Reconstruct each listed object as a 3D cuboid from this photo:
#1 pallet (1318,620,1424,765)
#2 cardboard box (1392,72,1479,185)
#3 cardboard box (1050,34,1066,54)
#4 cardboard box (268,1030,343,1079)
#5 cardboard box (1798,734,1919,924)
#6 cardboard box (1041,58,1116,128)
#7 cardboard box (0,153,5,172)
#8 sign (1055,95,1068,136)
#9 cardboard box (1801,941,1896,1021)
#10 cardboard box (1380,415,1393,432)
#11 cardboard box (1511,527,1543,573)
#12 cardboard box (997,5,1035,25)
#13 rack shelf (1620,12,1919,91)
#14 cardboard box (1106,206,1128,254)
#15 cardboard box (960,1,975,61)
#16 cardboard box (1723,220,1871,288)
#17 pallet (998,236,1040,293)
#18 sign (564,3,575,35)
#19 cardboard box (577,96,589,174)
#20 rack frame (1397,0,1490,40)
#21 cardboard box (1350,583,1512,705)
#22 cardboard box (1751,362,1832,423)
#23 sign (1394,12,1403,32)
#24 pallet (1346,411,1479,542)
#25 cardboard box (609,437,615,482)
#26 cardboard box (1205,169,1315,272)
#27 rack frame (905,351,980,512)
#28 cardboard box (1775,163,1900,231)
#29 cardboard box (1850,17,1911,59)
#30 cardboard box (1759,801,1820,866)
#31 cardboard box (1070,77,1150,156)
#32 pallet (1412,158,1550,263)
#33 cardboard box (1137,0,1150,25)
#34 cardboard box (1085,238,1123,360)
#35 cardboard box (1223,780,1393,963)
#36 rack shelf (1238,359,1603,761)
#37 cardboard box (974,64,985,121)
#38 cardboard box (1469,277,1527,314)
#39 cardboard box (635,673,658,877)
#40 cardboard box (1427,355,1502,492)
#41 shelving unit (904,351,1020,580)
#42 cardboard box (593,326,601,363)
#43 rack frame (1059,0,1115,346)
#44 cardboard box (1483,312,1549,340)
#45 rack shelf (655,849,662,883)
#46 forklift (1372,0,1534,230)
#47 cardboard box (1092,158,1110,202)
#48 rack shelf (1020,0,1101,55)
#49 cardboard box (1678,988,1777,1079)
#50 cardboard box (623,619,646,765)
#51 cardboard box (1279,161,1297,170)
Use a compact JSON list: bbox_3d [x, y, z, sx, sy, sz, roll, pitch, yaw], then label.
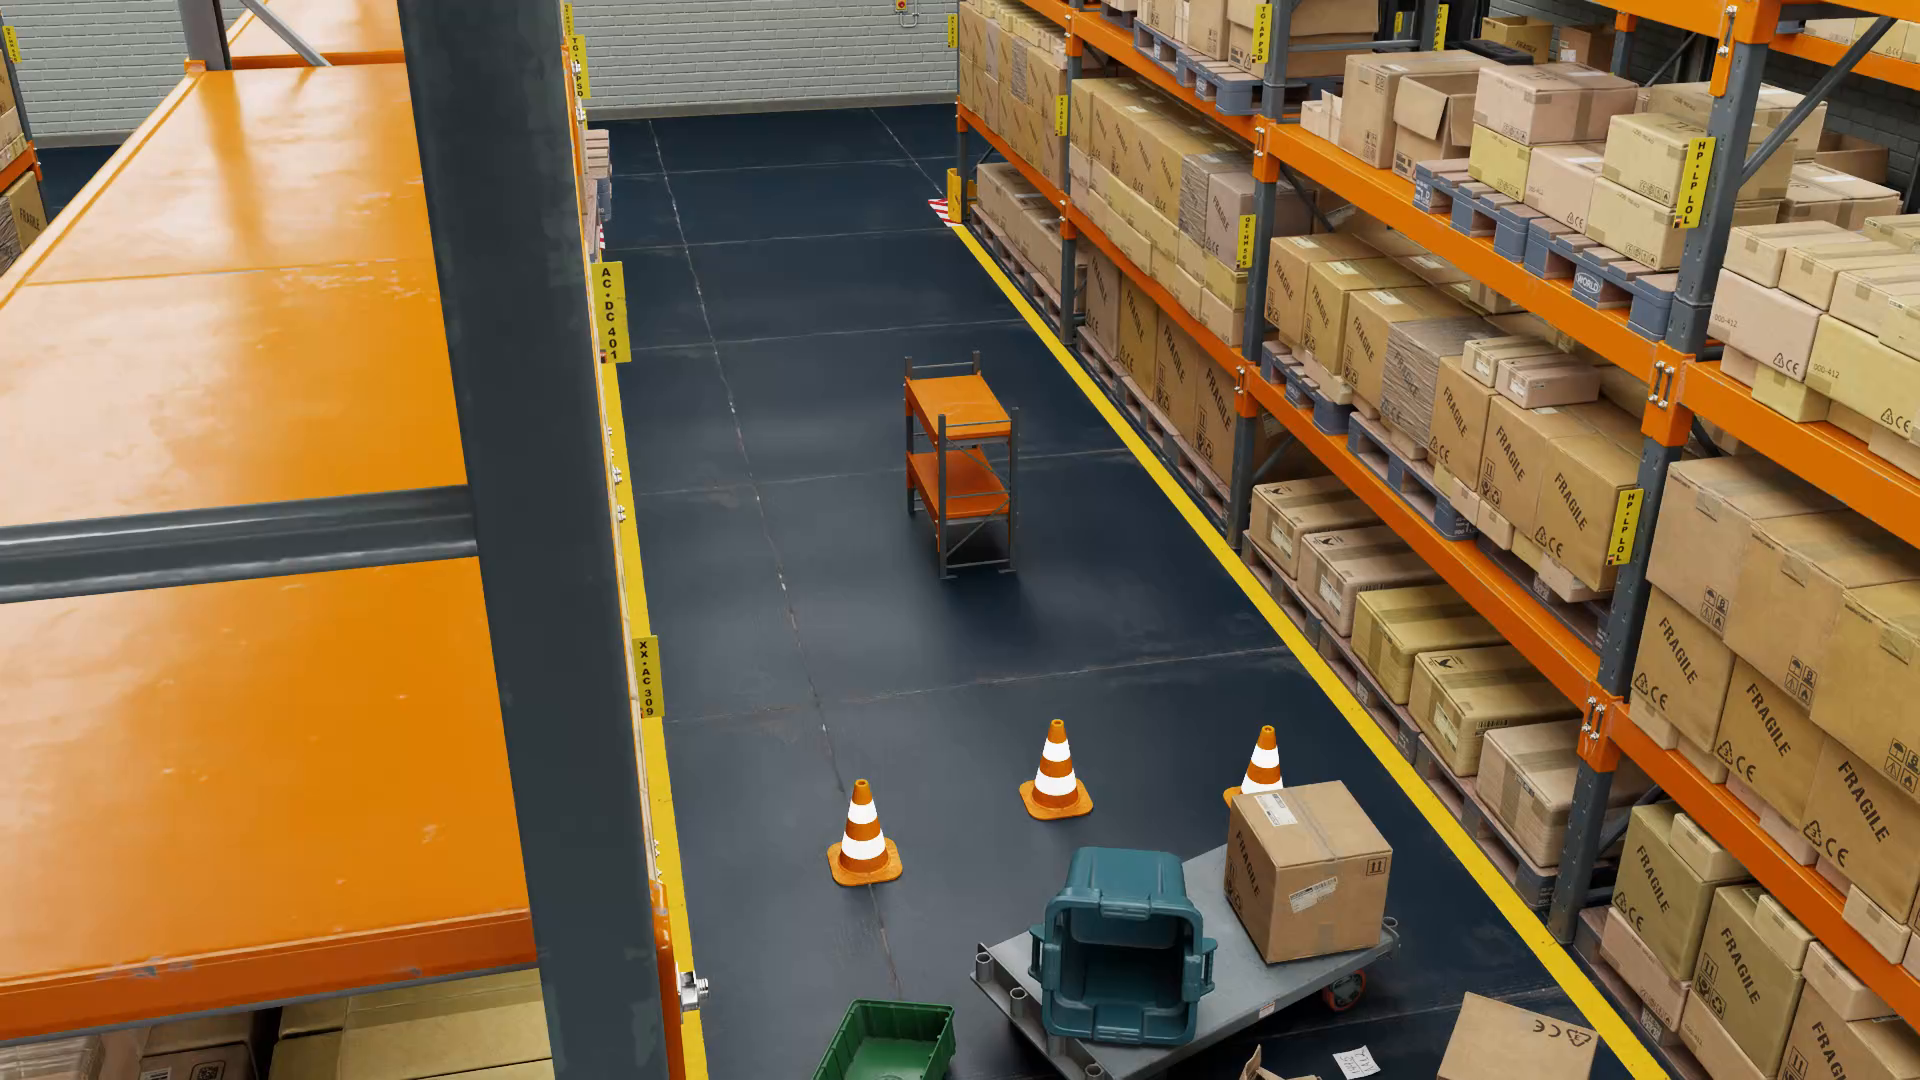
[{"bbox_3d":[2.716,0.777,9.324,1.003,0.211,1.213,-6,27,-12],"label":"pallet"},{"bbox_3d":[2.642,-2.064,8.414,0.797,0.503,0.637,-6,27,-12],"label":"cardboard box"},{"bbox_3d":[0.989,-4.223,14.193,0.380,0.149,0.250,-6,27,-12],"label":"cardboard box"},{"bbox_3d":[-0.586,0.838,2.037,0.500,0.250,0.500,-6,27,-12],"label":"cardboard box"},{"bbox_3d":[3.235,0.894,5.556,0.500,0.500,0.500,-6,27,-12],"label":"cardboard box"},{"bbox_3d":[0.993,-3.772,14.020,0.500,0.500,0.500,-6,27,-12],"label":"cardboard box"},{"bbox_3d":[-8.616,-3.282,14.549,0.380,0.149,0.250,-5,27,-11],"label":"cardboard box"},{"bbox_3d":[0.828,-3.467,13.587,0.100,0.325,0.005,-6,27,-12],"label":"sign"},{"bbox_3d":[3.192,1.516,5.796,0.380,0.149,0.250,-4,27,-9],"label":"cardboard box"},{"bbox_3d":[2.484,-0.667,8.901,0.380,0.149,0.250,-5,27,-10],"label":"cardboard box"},{"bbox_3d":[2.744,0.019,7.542,0.380,0.149,0.250,-7,28,-13],"label":"cardboard box"},{"bbox_3d":[0.555,-4.884,15.503,0.380,0.149,0.250,-6,27,-11],"label":"cardboard box"},{"bbox_3d":[6.654,-3.748,12.662,1.077,0.370,4.000,-6,27,-12],"label":"rack shelf"},{"bbox_3d":[1.429,-2.361,12.613,0.500,0.250,0.500,-6,27,-12],"label":"cardboard box"},{"bbox_3d":[0.298,-5.109,16.670,0.500,0.500,0.500,-7,28,-13],"label":"cardboard box"},{"bbox_3d":[2.924,-1.001,5.817,0.380,0.149,0.250,-6,27,-13],"label":"cardboard box"},{"bbox_3d":[0.995,-2.736,16.282,1.003,0.211,1.213,-6,27,-12],"label":"pallet"},{"bbox_3d":[-3.788,-5.017,16.071,0.100,0.325,0.005,-6,27,-12],"label":"sign"},{"bbox_3d":[-2.002,-1.902,7.729,0.500,0.311,0.500,-6,27,-12],"label":"cardboard box"},{"bbox_3d":[5.302,-5.364,18.394,1.000,3.000,0.127,-6,27,-12],"label":"rack frame"},{"bbox_3d":[2.727,0.545,9.137,0.950,0.372,0.625,-5,27,-10],"label":"cardboard box"},{"bbox_3d":[3.005,-0.534,5.776,0.380,0.149,0.250,-6,27,-12],"label":"cardboard box"},{"bbox_3d":[4.774,-5.695,18.090,0.100,0.325,0.005,-6,27,-12],"label":"sign"},{"bbox_3d":[2.756,-0.395,8.764,1.003,0.211,1.213,-6,27,-12],"label":"pallet"},{"bbox_3d":[-1.118,-0.151,4.439,0.380,0.149,0.250,-6,27,-11],"label":"cardboard box"},{"bbox_3d":[1.899,-2.037,10.583,0.500,0.500,0.500,-7,28,-13],"label":"cardboard box"},{"bbox_3d":[-0.116,-0.728,11.291,0.500,1.125,0.032,-6,27,-12],"label":"rack frame"},{"bbox_3d":[3.430,-1.347,6.807,0.500,0.250,0.500,-7,28,-13],"label":"cardboard box"},{"bbox_3d":[6.639,-3.545,11.629,0.500,0.250,0.500,-6,27,-11],"label":"cardboard box"},{"bbox_3d":[3.149,1.024,6.017,0.380,0.149,0.250,-5,27,-10],"label":"cardboard box"},{"bbox_3d":[1.188,-3.371,13.225,0.500,0.500,0.500,-6,27,-11],"label":"cardboard box"},{"bbox_3d":[2.899,-1.582,7.781,1.213,0.211,1.003,-6,27,-12],"label":"pallet"},{"bbox_3d":[1.439,-3.731,11.513,0.396,0.266,0.258,-4,27,-7],"label":"cardboard box"},{"bbox_3d":[1.586,-2.077,13.774,0.875,0.875,0.875,-5,27,-10],"label":"cardboard box"},{"bbox_3d":[1.444,1.382,6.964,0.500,0.500,0.500,-6,27,-12],"label":"cardboard box"},{"bbox_3d":[2.721,-0.147,8.857,1.077,0.370,4.000,-6,27,-12],"label":"rack shelf"},{"bbox_3d":[0.437,-4.444,16.460,0.500,0.500,0.500,-6,27,-12],"label":"cardboard box"},{"bbox_3d":[2.914,-1.311,8.738,0.380,0.149,0.250,-7,28,-14],"label":"cardboard box"},{"bbox_3d":[-1.342,0.803,4.811,0.875,0.550,0.550,-6,27,-12],"label":"cardboard box"},{"bbox_3d":[2.620,-0.579,8.008,0.500,0.500,0.500,-5,27,-10],"label":"cardboard box"},{"bbox_3d":[-0.002,-0.505,10.849,0.538,1.125,1.048,-6,27,-12],"label":"shelving unit"},{"bbox_3d":[-1.067,-0.399,4.046,0.380,0.149,0.250,-5,27,-11],"label":"cardboard box"},{"bbox_3d":[1.369,-3.102,13.913,1.000,3.000,0.127,-6,27,-12],"label":"rack frame"},{"bbox_3d":[3.007,-0.853,8.549,0.500,0.500,0.500,-7,28,-14],"label":"cardboard box"},{"bbox_3d":[-1.178,2.156,4.294,1.077,0.370,4.000,-6,27,-12],"label":"rack shelf"},{"bbox_3d":[3.915,-3.044,13.874,1.130,2.935,3.031,-6,27,-12],"label":"forklift"},{"bbox_3d":[1.338,-2.810,12.947,0.500,0.250,0.500,-6,27,-11],"label":"cardboard box"},{"bbox_3d":[0.918,-4.998,15.139,1.077,0.370,4.000,-6,27,-12],"label":"rack shelf"},{"bbox_3d":[3.173,1.970,6.451,0.500,0.250,0.500,-4,27,-9],"label":"cardboard box"},{"bbox_3d":[-0.720,0.273,2.715,0.380,0.149,0.250,-6,27,-12],"label":"cardboard box"},{"bbox_3d":[2.276,-2.295,11.094,0.500,0.500,0.500,-6,27,-11],"label":"cardboard box"}]
